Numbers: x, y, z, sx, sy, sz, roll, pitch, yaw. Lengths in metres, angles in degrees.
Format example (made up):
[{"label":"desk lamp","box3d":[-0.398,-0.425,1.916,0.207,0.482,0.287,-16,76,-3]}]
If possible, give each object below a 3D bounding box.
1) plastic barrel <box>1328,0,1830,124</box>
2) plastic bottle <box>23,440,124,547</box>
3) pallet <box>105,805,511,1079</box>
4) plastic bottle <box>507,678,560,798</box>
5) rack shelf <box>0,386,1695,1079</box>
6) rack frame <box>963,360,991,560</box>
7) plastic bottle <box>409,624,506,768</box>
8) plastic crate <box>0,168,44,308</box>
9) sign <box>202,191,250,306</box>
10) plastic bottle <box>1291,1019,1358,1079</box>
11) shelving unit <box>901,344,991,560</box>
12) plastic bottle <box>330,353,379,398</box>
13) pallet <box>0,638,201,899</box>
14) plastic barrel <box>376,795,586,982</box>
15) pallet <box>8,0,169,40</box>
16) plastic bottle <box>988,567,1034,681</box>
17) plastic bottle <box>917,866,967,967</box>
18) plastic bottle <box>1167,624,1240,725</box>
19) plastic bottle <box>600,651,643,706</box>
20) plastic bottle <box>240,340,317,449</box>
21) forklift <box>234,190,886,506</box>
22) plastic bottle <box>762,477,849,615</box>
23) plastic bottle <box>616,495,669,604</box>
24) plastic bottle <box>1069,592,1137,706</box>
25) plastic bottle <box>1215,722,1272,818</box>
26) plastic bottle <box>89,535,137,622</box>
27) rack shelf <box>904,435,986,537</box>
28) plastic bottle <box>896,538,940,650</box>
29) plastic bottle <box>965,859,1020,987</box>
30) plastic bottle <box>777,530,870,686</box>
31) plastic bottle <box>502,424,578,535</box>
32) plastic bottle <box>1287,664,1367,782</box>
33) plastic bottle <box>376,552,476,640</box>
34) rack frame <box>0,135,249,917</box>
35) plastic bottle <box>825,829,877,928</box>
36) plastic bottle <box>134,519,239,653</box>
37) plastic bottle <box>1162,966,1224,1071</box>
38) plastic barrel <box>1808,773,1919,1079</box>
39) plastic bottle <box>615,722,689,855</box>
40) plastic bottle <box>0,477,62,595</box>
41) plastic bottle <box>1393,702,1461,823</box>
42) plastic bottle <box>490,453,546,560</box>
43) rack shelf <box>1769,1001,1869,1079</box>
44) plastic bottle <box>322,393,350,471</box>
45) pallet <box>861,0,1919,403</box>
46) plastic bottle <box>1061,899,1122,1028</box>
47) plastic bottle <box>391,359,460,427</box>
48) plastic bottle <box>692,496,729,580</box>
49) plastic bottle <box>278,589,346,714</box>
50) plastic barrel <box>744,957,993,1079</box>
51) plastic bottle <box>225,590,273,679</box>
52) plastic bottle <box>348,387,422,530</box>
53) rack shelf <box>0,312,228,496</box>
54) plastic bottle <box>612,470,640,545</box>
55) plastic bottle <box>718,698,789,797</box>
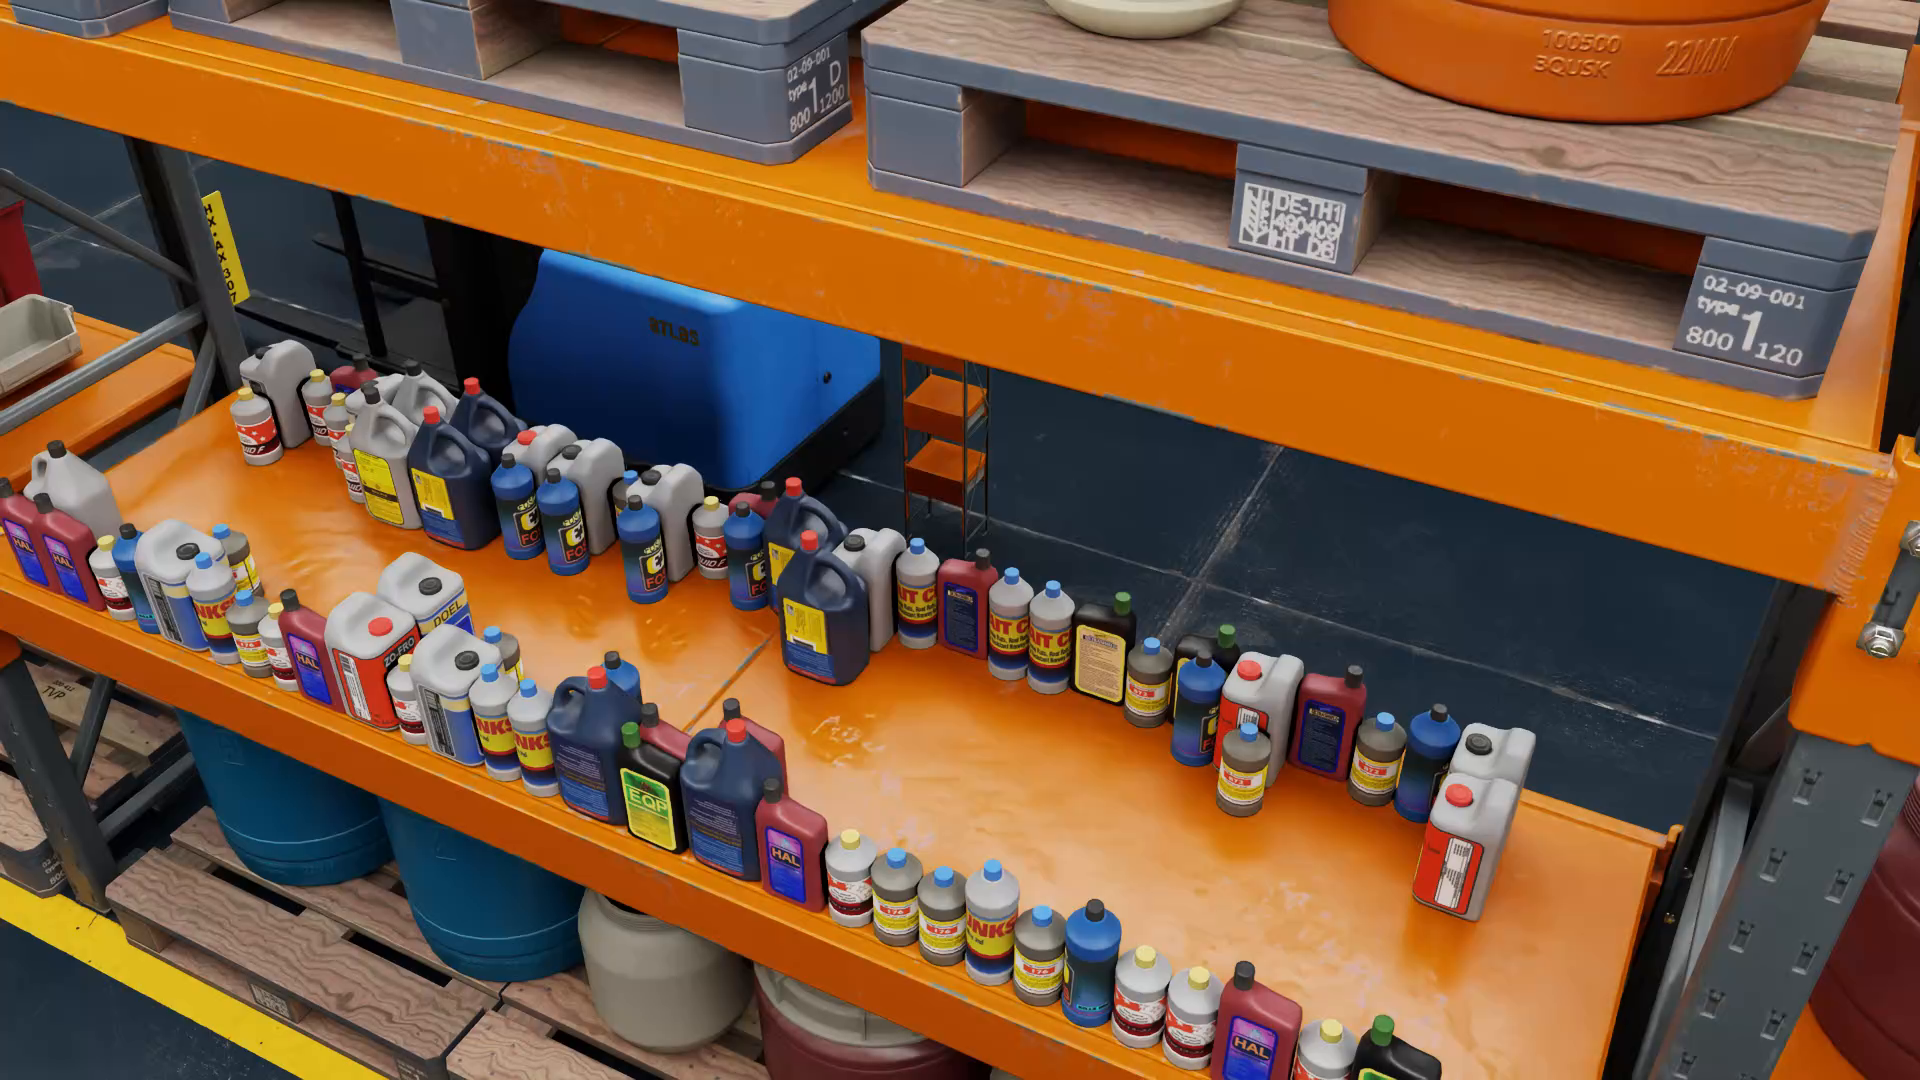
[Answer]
[{"label":"plastic barrel","box3d":[0.755,-0.970,1.863,0.708,0.830,0.600,17,41,21]},{"label":"plastic bottle","box3d":[-2.095,-0.087,3.924,0.185,0.351,0.144,17,41,21]},{"label":"pallet","box3d":[-1.628,0.958,4.813,1.213,0.211,1.003,17,41,21]},{"label":"plastic bottle","box3d":[-0.853,0.391,3.360,0.097,0.271,0.097,0,37,0]},{"label":"rack shelf","box3d":[-0.518,0.453,3.767,4.000,0.370,1.077,17,41,21]},{"label":"rack frame","box3d":[0.061,-0.399,5.907,0.008,1.050,0.200,17,41,21]},{"label":"plastic bottle","box3d":[-1.030,0.315,3.456,0.135,0.276,0.152,17,41,21]},{"label":"plastic crate","box3d":[-2.972,-0.822,4.749,0.583,0.464,0.402,17,41,21]},{"label":"sign","box3d":[-2.040,-0.794,4.587,0.005,0.325,0.100,17,41,21]},{"label":"plastic bottle","box3d":[0.608,0.877,2.779,0.097,0.201,0.097,0,37,0]},{"label":"shelving unit","box3d":[-0.048,-0.433,5.952,0.252,1.050,0.215,17,41,21]},{"label":"plastic bottle","box3d":[-1.569,-0.367,4.349,0.133,0.283,0.061,17,41,21]},{"label":"pallet","box3d":[-2.965,0.538,5.367,1.213,0.211,1.003,17,41,21]},{"label":"plastic barrel","box3d":[-1.190,0.636,4.319,0.708,0.901,0.600,17,41,21]},{"label":"pallet","box3d":[-1.553,-1.343,3.214,1.003,0.211,1.213,17,41,21]},{"label":"plastic bottle","box3d":[0.111,0.176,3.643,0.097,0.271,0.097,0,37,0]},{"label":"plastic bottle","box3d":[-0.029,0.677,3.041,0.097,0.201,0.097,0,37,0]},{"label":"plastic bottle","box3d":[0.513,0.285,3.490,0.133,0.283,0.061,17,41,21]},{"label":"plastic bottle","box3d":[-0.701,0.341,3.427,0.097,0.271,0.097,0,37,0]},{"label":"plastic bottle","box3d":[-1.796,-0.404,4.404,0.135,0.276,0.152,17,41,21]},{"label":"forklift","box3d":[-1.838,-1.798,6.194,3.031,2.935,1.130,19,41,23]},{"label":"plastic bottle","box3d":[-0.349,0.016,3.788,0.185,0.351,0.144,17,41,21]},{"label":"plastic bottle","box3d":[-0.739,0.014,3.857,0.097,0.271,0.097,0,37,0]},{"label":"plastic bottle","box3d":[0.308,0.221,3.575,0.133,0.283,0.061,17,41,21]},{"label":"plastic bottle","box3d":[0.570,0.452,3.338,0.097,0.201,0.097,0,37,0]},{"label":"plastic bottle","box3d":[-1.936,0.080,3.828,0.097,0.201,0.097,0,37,0]},{"label":"rack shelf","box3d":[-0.048,-0.203,6.127,0.240,0.259,0.215,17,41,21]},{"label":"plastic bottle","box3d":[-0.094,0.112,3.728,0.097,0.271,0.097,0,37,0]},{"label":"plastic bottle","box3d":[0.058,0.676,2.985,0.097,0.271,0.097,0,37,0]},{"label":"plastic bottle","box3d":[-0.300,0.136,3.631,0.185,0.351,0.144,17,41,21]},{"label":"plastic bottle","box3d":[-1.023,-0.162,4.085,0.135,0.276,0.152,17,41,21]},{"label":"plastic bottle","box3d":[0.751,0.360,3.392,0.133,0.283,0.061,17,41,21]},{"label":"plastic bottle","box3d":[-1.166,0.169,3.649,0.135,0.276,0.152,17,41,21]},{"label":"rack frame","box3d":[-2.294,-0.389,4.282,0.127,3.000,1.000,17,41,21]},{"label":"plastic bottle","box3d":[-0.202,0.623,3.113,0.097,0.201,0.097,0,37,0]},{"label":"plastic bottle","box3d":[-1.733,0.095,3.747,0.135,0.276,0.152,17,41,21]},{"label":"plastic bottle","box3d":[0.403,0.812,2.863,0.097,0.201,0.097,0,37,0]},{"label":"plastic barrel","box3d":[1.809,0.635,2.820,0.708,0.536,0.600,17,41,21]},{"label":"plastic bottle","box3d":[-0.595,0.480,3.234,0.133,0.283,0.061,17,41,21]},{"label":"plastic bottle","box3d":[-2.165,-0.012,3.881,0.133,0.283,0.061,17,41,21]},{"label":"plastic bottle","box3d":[0.932,0.433,3.305,0.097,0.271,0.097,0,37,0]},{"label":"plastic bottle","box3d":[-1.064,-0.088,3.992,0.097,0.271,0.097,0,37,0]},{"label":"rack shelf","box3d":[3.034,1.565,2.302,4.000,0.370,1.077,17,41,21]},{"label":"plastic bottle","box3d":[-1.590,-0.287,4.311,0.097,0.201,0.097,0,37,0]},{"label":"pallet","box3d":[0.623,-0.662,2.316,1.213,0.211,1.003,17,41,21]},{"label":"plastic bottle","box3d":[0.230,0.730,2.913,0.097,0.271,0.097,0,37,0]},{"label":"plastic bottle","box3d":[-1.328,-0.290,4.192,0.185,0.351,0.144,17,41,21]},{"label":"plastic bottle","box3d":[-0.582,-0.013,3.950,0.097,0.201,0.097,0,37,0]},{"label":"plastic bottle","box3d":[-1.376,0.235,3.556,0.133,0.283,0.061,17,41,21]},{"label":"plastic barrel","box3d":[-0.187,1.075,4.000,0.708,0.588,0.600,17,41,21]},{"label":"plastic bottle","box3d":[-1.557,0.199,3.672,0.097,0.201,0.097,0,37,0]},{"label":"plastic bottle","box3d":[-1.394,-0.212,4.090,0.185,0.351,0.144,17,41,21]},{"label":"rack shelf","box3d":[-4.070,-0.659,5.232,4.000,0.370,1.077,17,41,21]},{"label":"plastic bottle","box3d":[-0.788,-0.077,4.035,0.097,0.201,0.097,0,37,0]},{"label":"plastic bottle","box3d":[-0.410,0.439,3.287,0.133,0.283,0.061,17,41,21]}]
